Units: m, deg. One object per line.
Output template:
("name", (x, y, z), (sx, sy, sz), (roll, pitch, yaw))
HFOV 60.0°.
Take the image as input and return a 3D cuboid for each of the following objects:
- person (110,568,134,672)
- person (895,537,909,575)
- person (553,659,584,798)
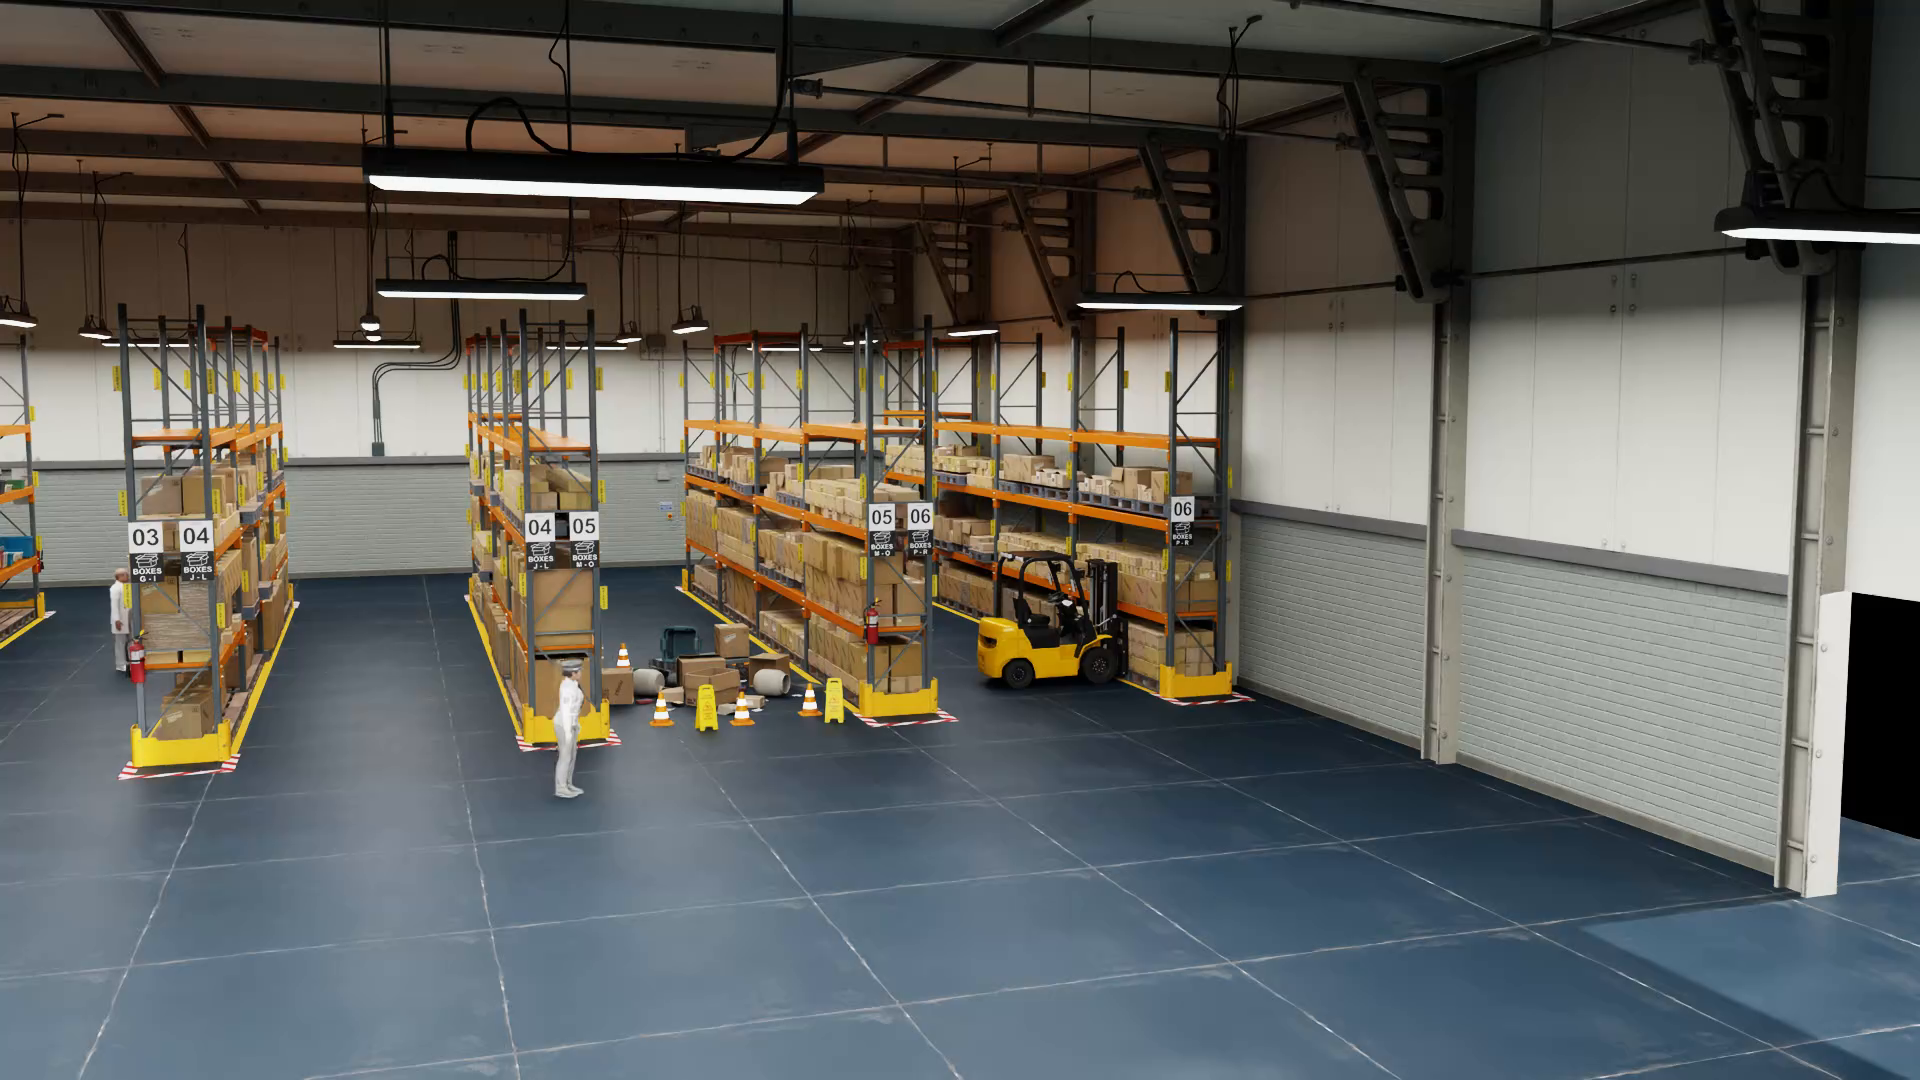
("person", (-14.508, 1.384, 28.901), (0.460, 1.788, 0.642), (1, 6, 11))
("person", (-1.374, 0.501, 36.393), (0.618, 1.777, 0.480), (2, 6, 25))
("person", (-4.725, 2.273, 20.128), (0.372, 1.672, 0.516), (0, 5, -3))
